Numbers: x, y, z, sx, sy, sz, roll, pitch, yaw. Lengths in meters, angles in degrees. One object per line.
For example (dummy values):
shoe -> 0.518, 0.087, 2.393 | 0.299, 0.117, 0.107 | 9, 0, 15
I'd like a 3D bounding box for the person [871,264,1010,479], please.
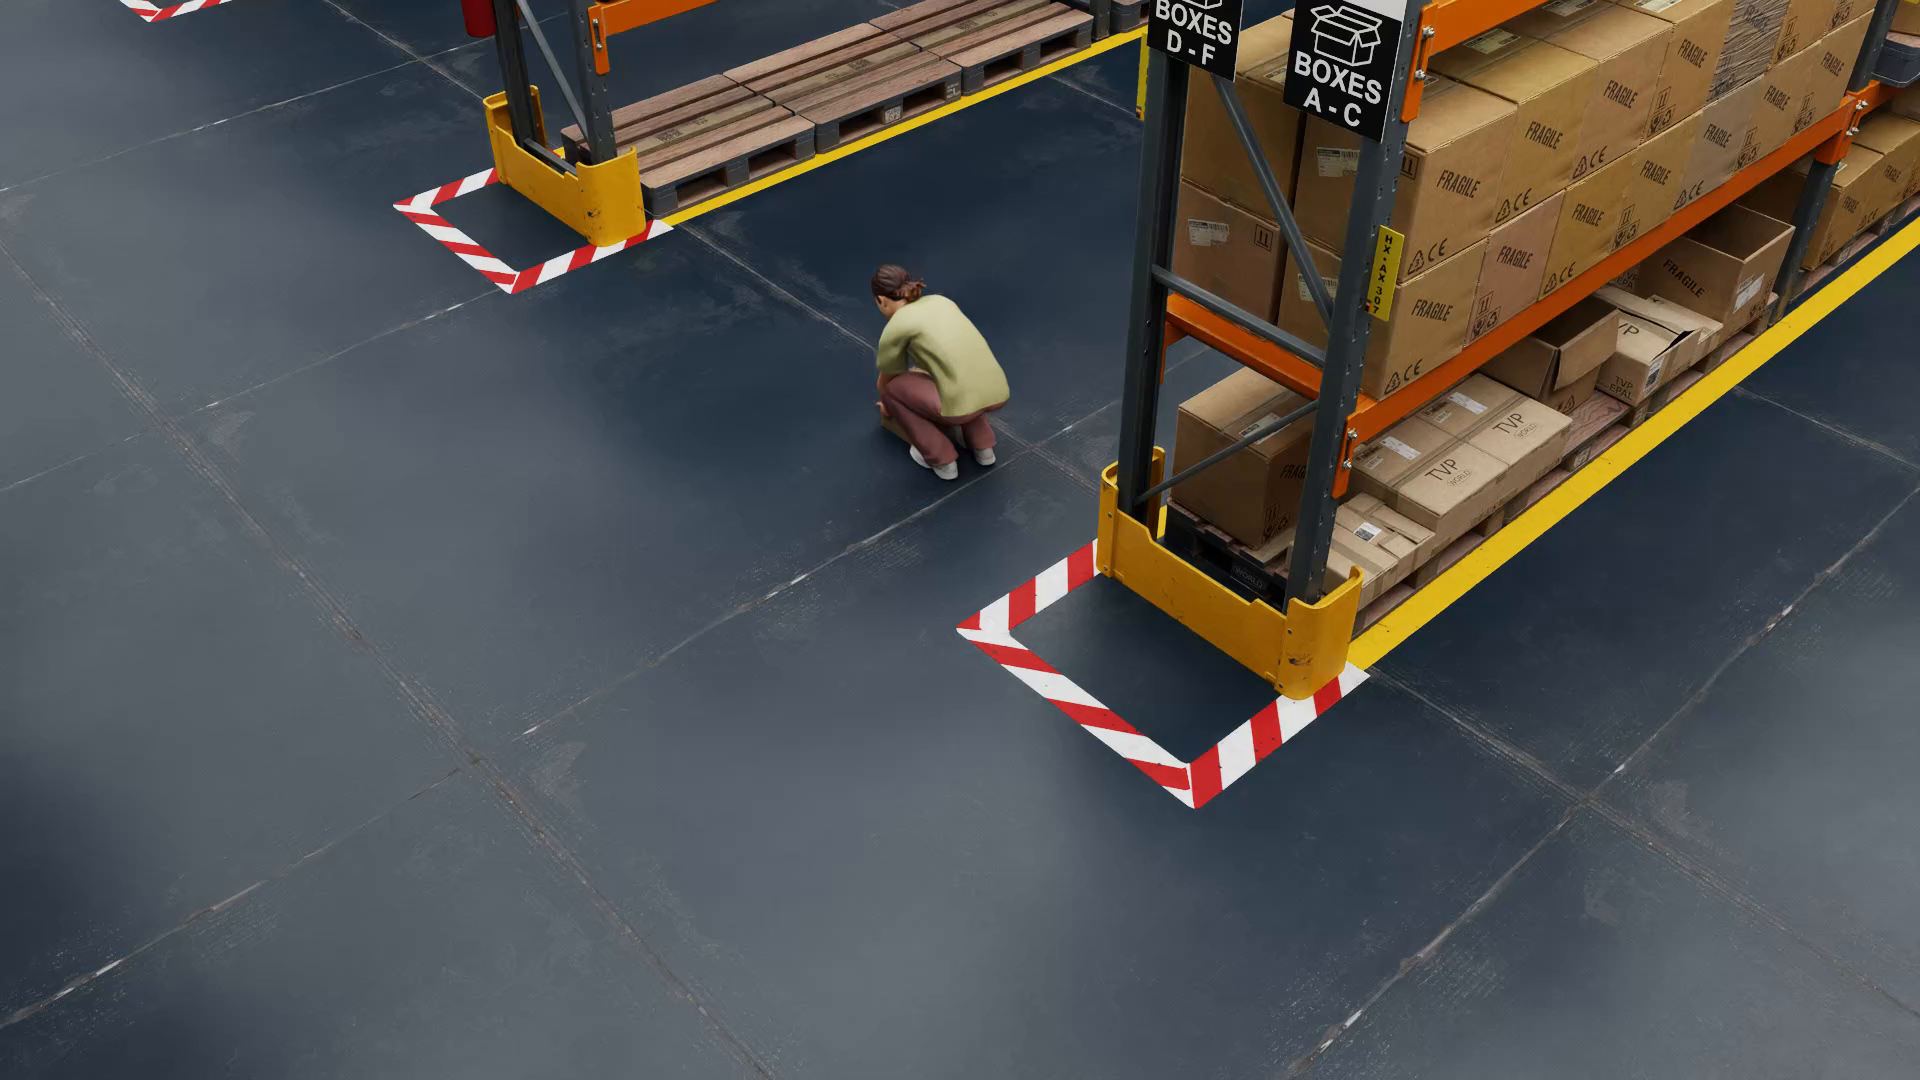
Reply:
person -> -0.117, -0.778, 7.721 | 0.493, 0.864, 0.798 | -24, 45, -26
